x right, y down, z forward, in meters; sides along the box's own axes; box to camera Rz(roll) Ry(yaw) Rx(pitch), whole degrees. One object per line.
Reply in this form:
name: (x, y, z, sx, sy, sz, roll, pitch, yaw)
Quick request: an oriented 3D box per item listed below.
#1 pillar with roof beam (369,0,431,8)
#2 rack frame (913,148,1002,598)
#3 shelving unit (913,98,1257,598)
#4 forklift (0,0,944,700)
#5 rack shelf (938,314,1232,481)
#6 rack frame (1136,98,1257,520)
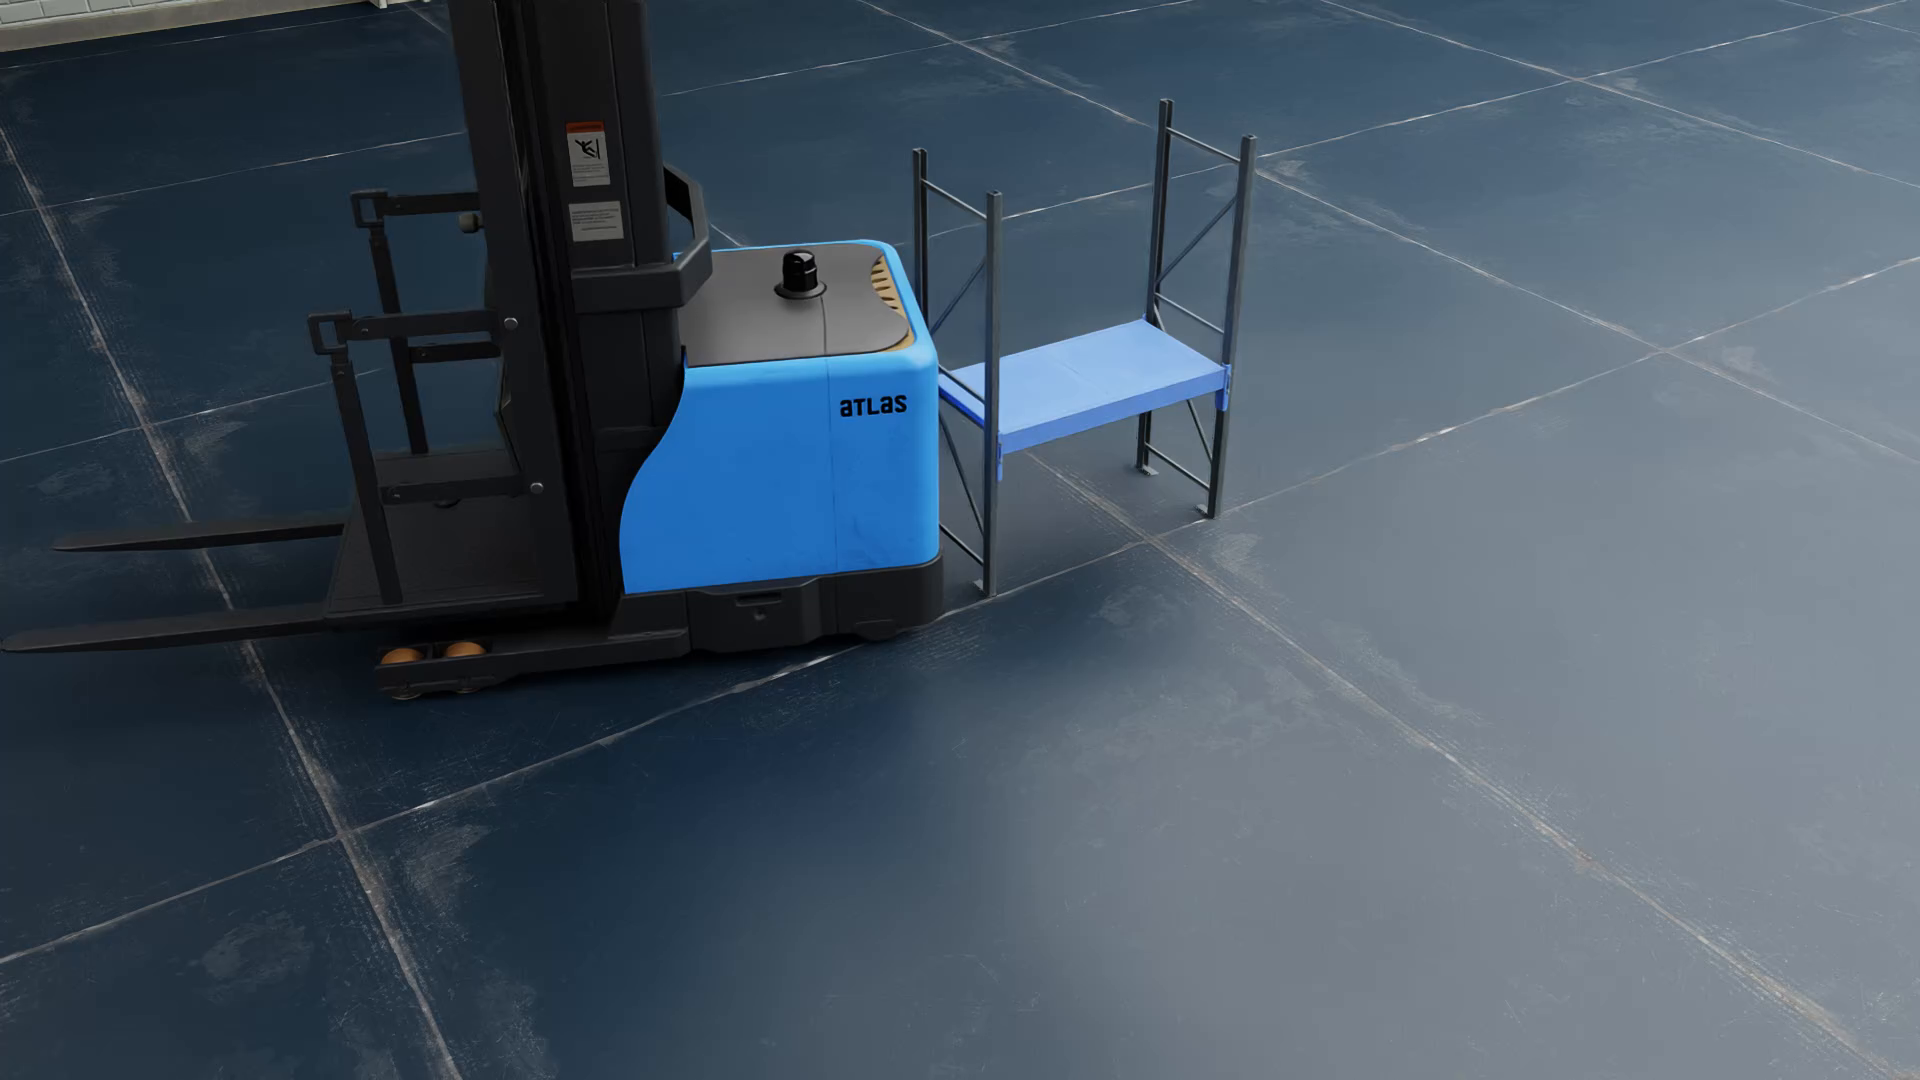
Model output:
pillar with roof beam: (-2.006, -6.052, 7.410, 0.400, 9.000, 9.100, -19, 37, -27)
rack frame: (-0.012, -0.545, 5.708, 0.032, 1.500, 0.500, -18, 36, -26)
shelving unit: (0.422, -0.686, 5.932, 1.048, 1.500, 0.538, -18, 36, -26)
forklift: (-1.624, -1.025, 5.127, 3.031, 2.935, 1.130, -6, 33, -9)
rack shelf: (0.422, -0.534, 6.028, 1.000, 0.185, 0.538, -18, 36, -26)
rack frame: (0.855, -0.827, 6.156, 0.032, 1.500, 0.500, -18, 36, -26)
